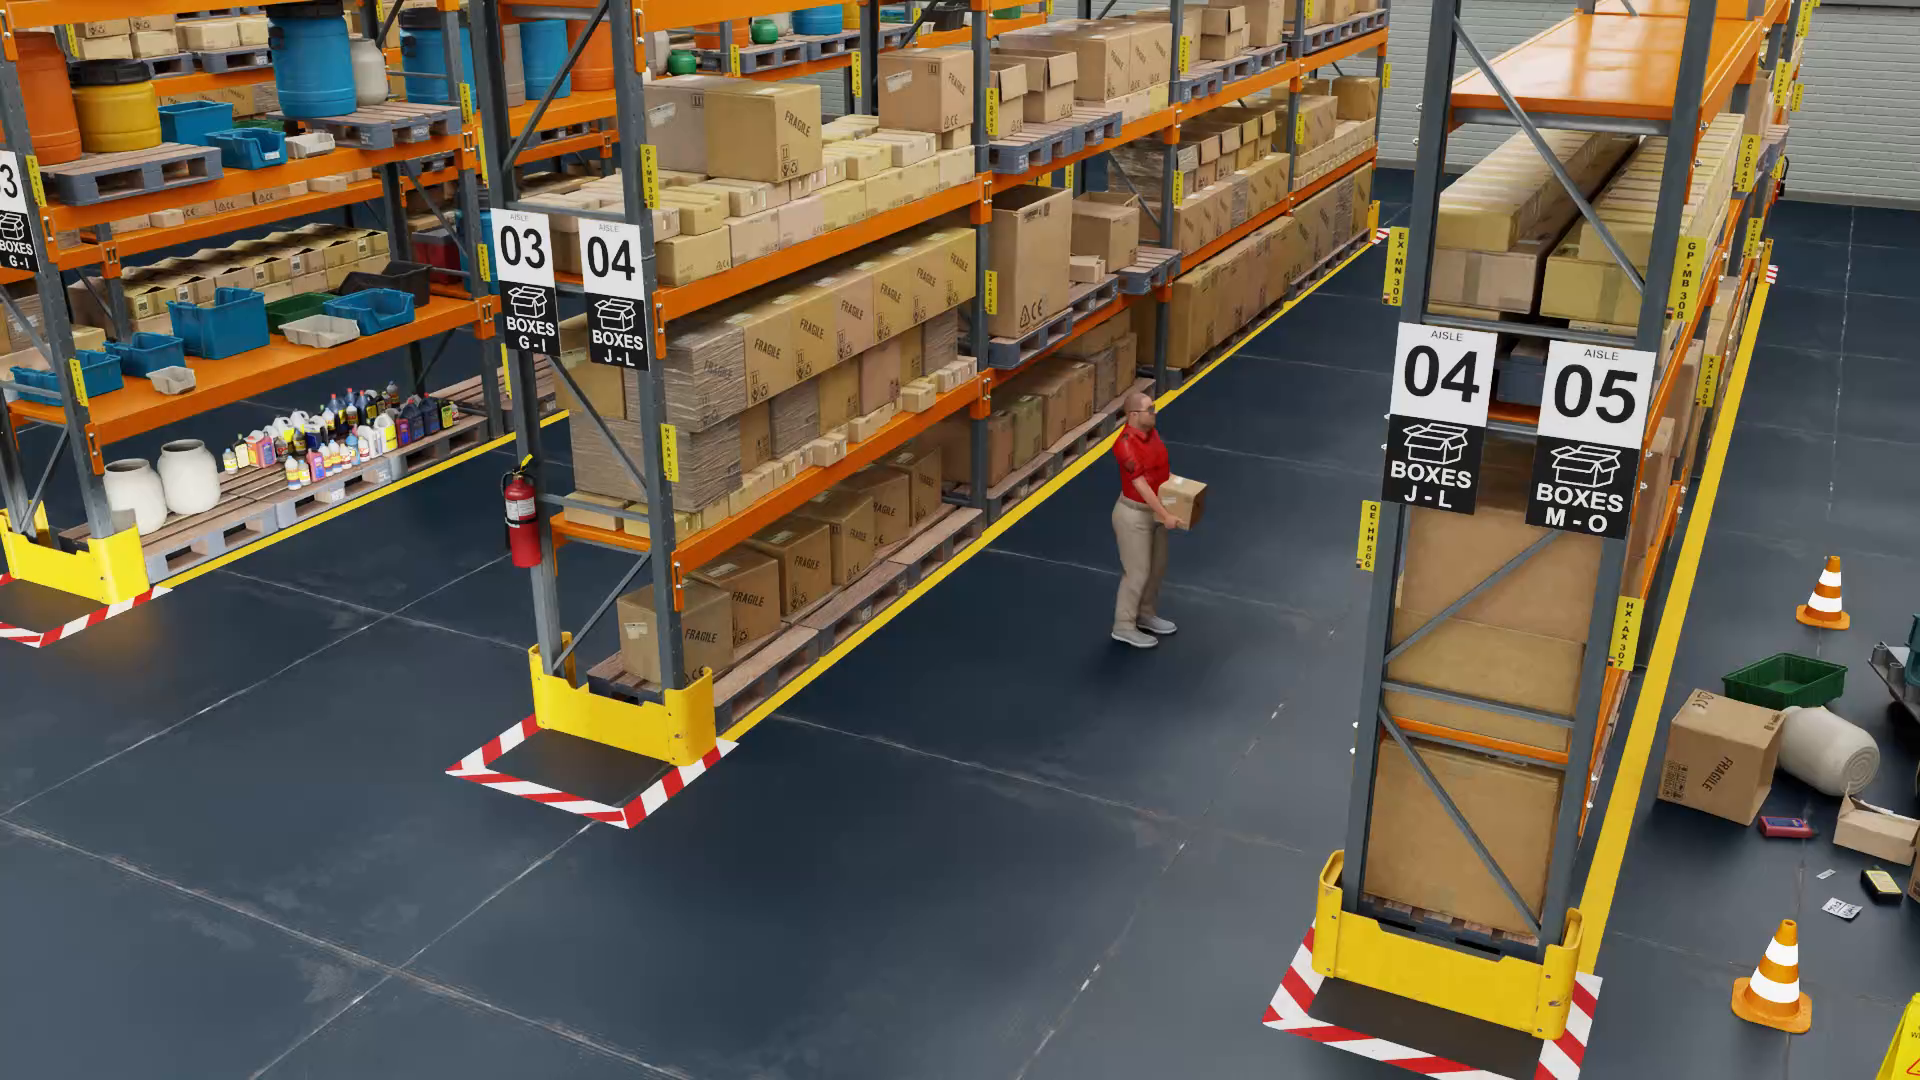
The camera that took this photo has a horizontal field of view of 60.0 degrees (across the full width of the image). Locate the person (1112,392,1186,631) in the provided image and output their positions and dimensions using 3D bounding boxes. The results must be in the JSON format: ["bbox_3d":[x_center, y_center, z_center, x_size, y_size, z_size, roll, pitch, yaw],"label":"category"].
[{"bbox_3d":[1.308,-0.173,11.111,0.538,1.641,0.494,11,25,25],"label":"person"}]
